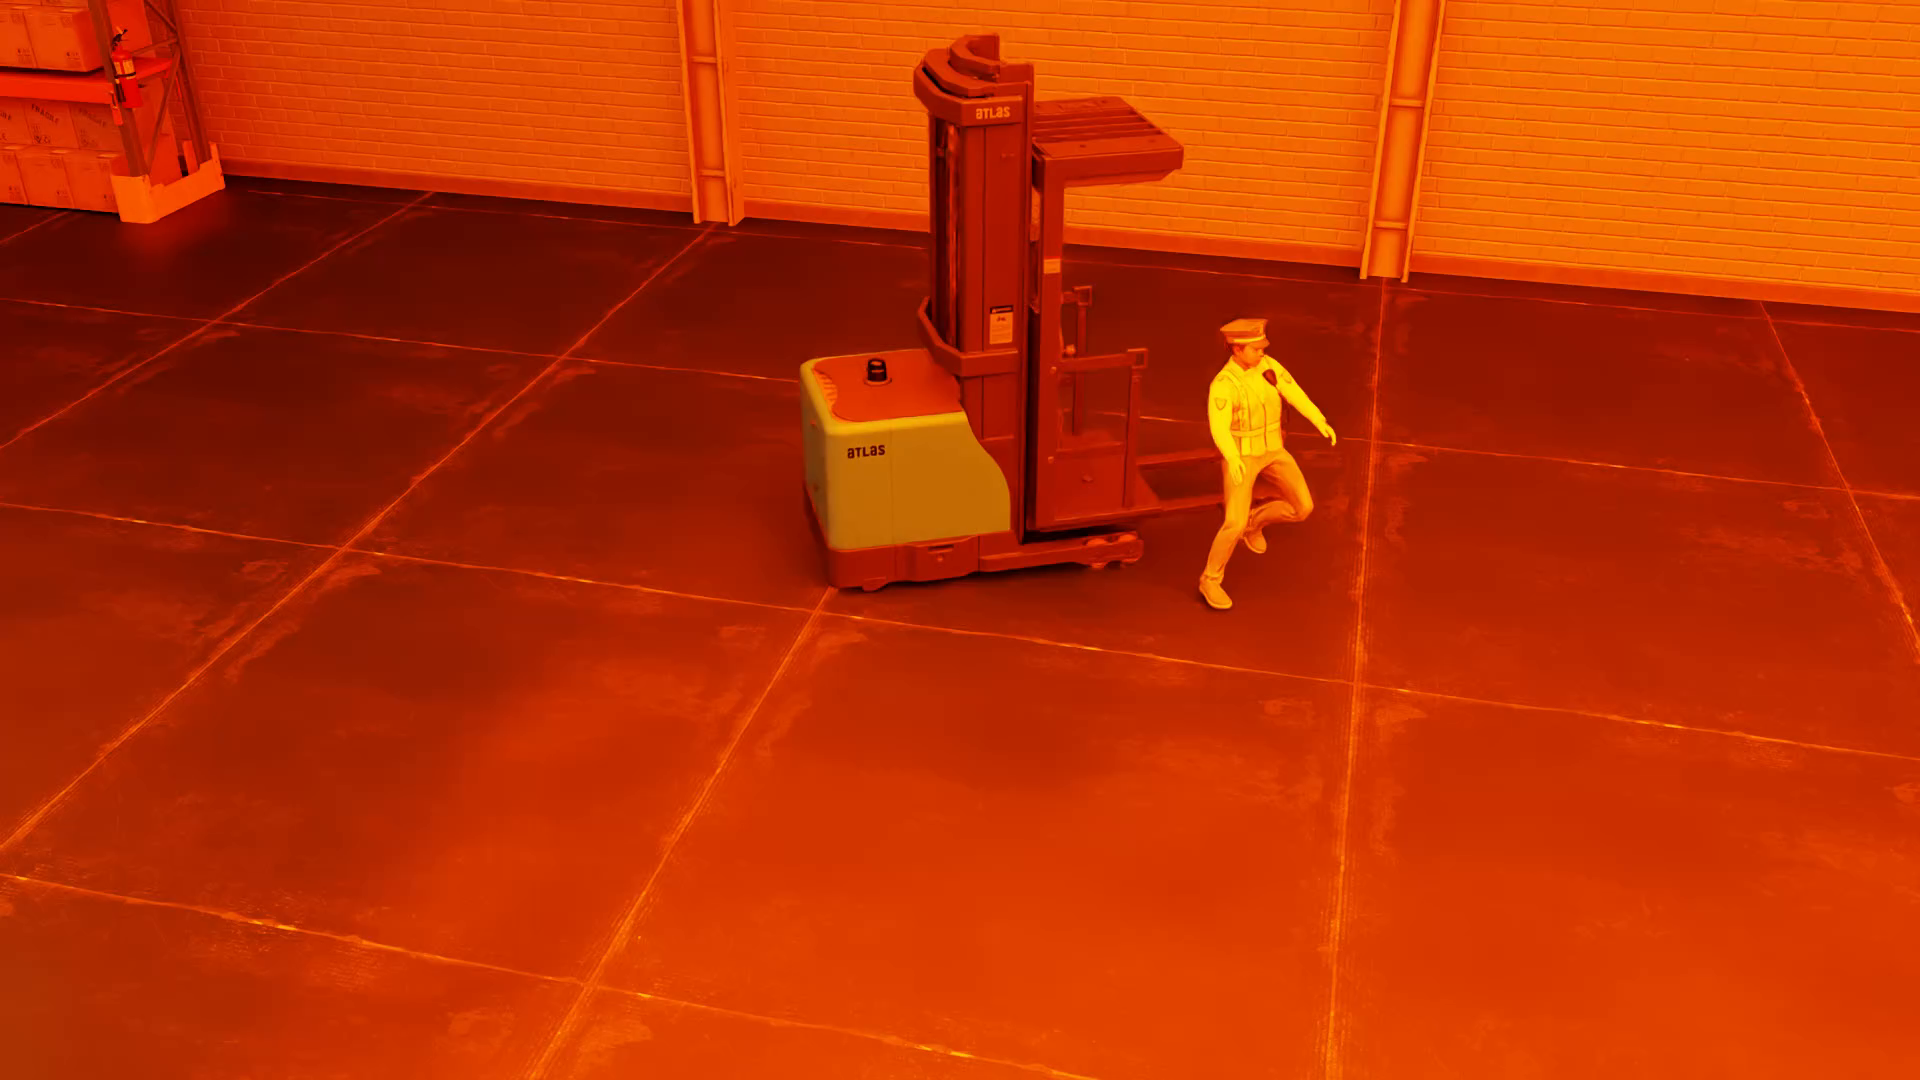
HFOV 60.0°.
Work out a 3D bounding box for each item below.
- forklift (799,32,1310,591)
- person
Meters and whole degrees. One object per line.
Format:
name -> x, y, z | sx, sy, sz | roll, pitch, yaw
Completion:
forklift -> 0.607, -1.360, 9.571 | 3.031, 2.935, 1.130 | -7, 30, -12
person -> 1.651, -0.449, 9.289 | 0.776, 1.551, 0.675 | -15, 33, -25
